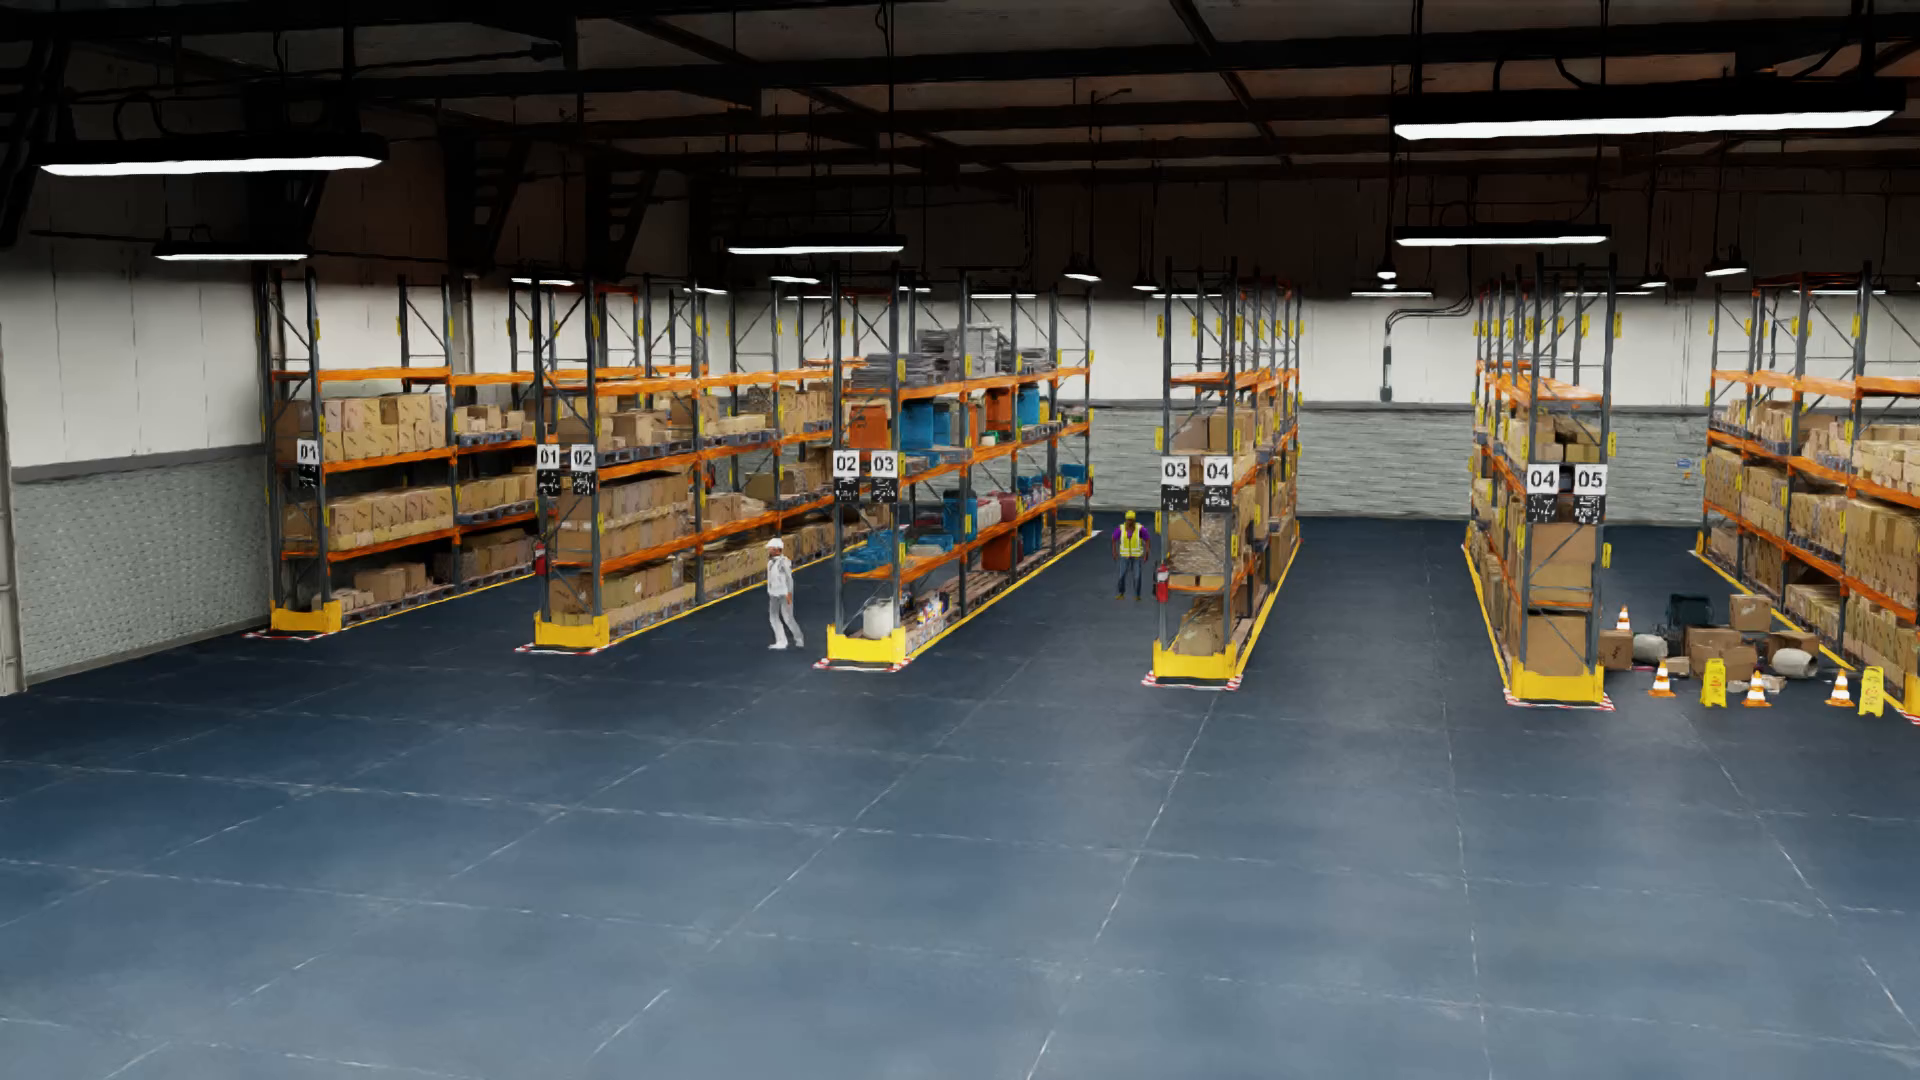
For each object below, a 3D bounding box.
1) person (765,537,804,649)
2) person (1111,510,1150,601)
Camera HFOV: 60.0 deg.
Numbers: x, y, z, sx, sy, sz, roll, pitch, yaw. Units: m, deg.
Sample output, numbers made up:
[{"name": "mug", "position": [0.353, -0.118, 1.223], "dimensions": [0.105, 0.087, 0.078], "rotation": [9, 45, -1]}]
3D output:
[{"name": "person", "position": [-2.755, 0.829, 26.108], "dimensions": [0.566, 1.760, 0.579], "rotation": [-6, 9, -39]}, {"name": "person", "position": [3.131, 0.285, 30.594], "dimensions": [0.719, 1.714, 0.572], "rotation": [2, 7, 12]}]
